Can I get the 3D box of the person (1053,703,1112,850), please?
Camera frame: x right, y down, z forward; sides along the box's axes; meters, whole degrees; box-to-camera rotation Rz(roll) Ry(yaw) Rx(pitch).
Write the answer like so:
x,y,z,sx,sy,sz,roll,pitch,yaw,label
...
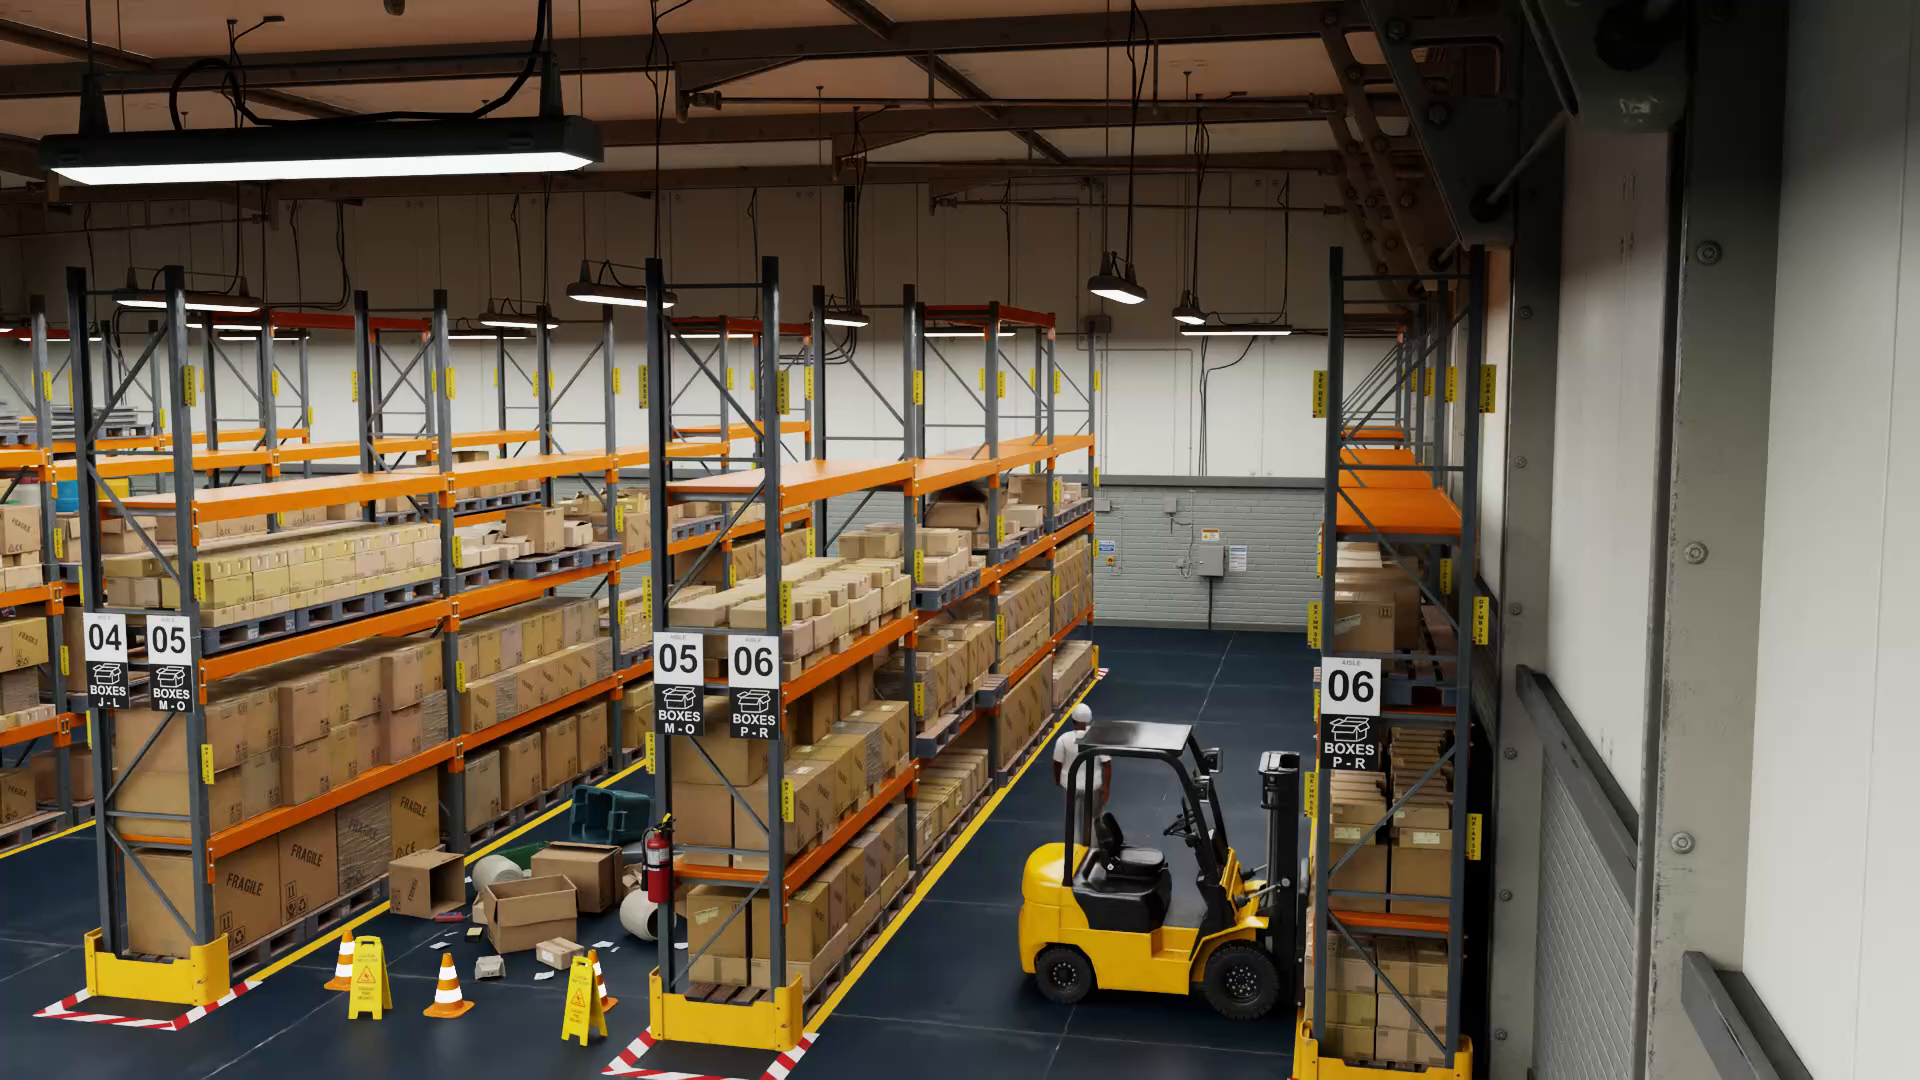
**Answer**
x,y,z,sx,sy,sz,roll,pitch,yaw,label
1.263,2.555,17.153,0.607,1.796,0.693,1,6,8,person
